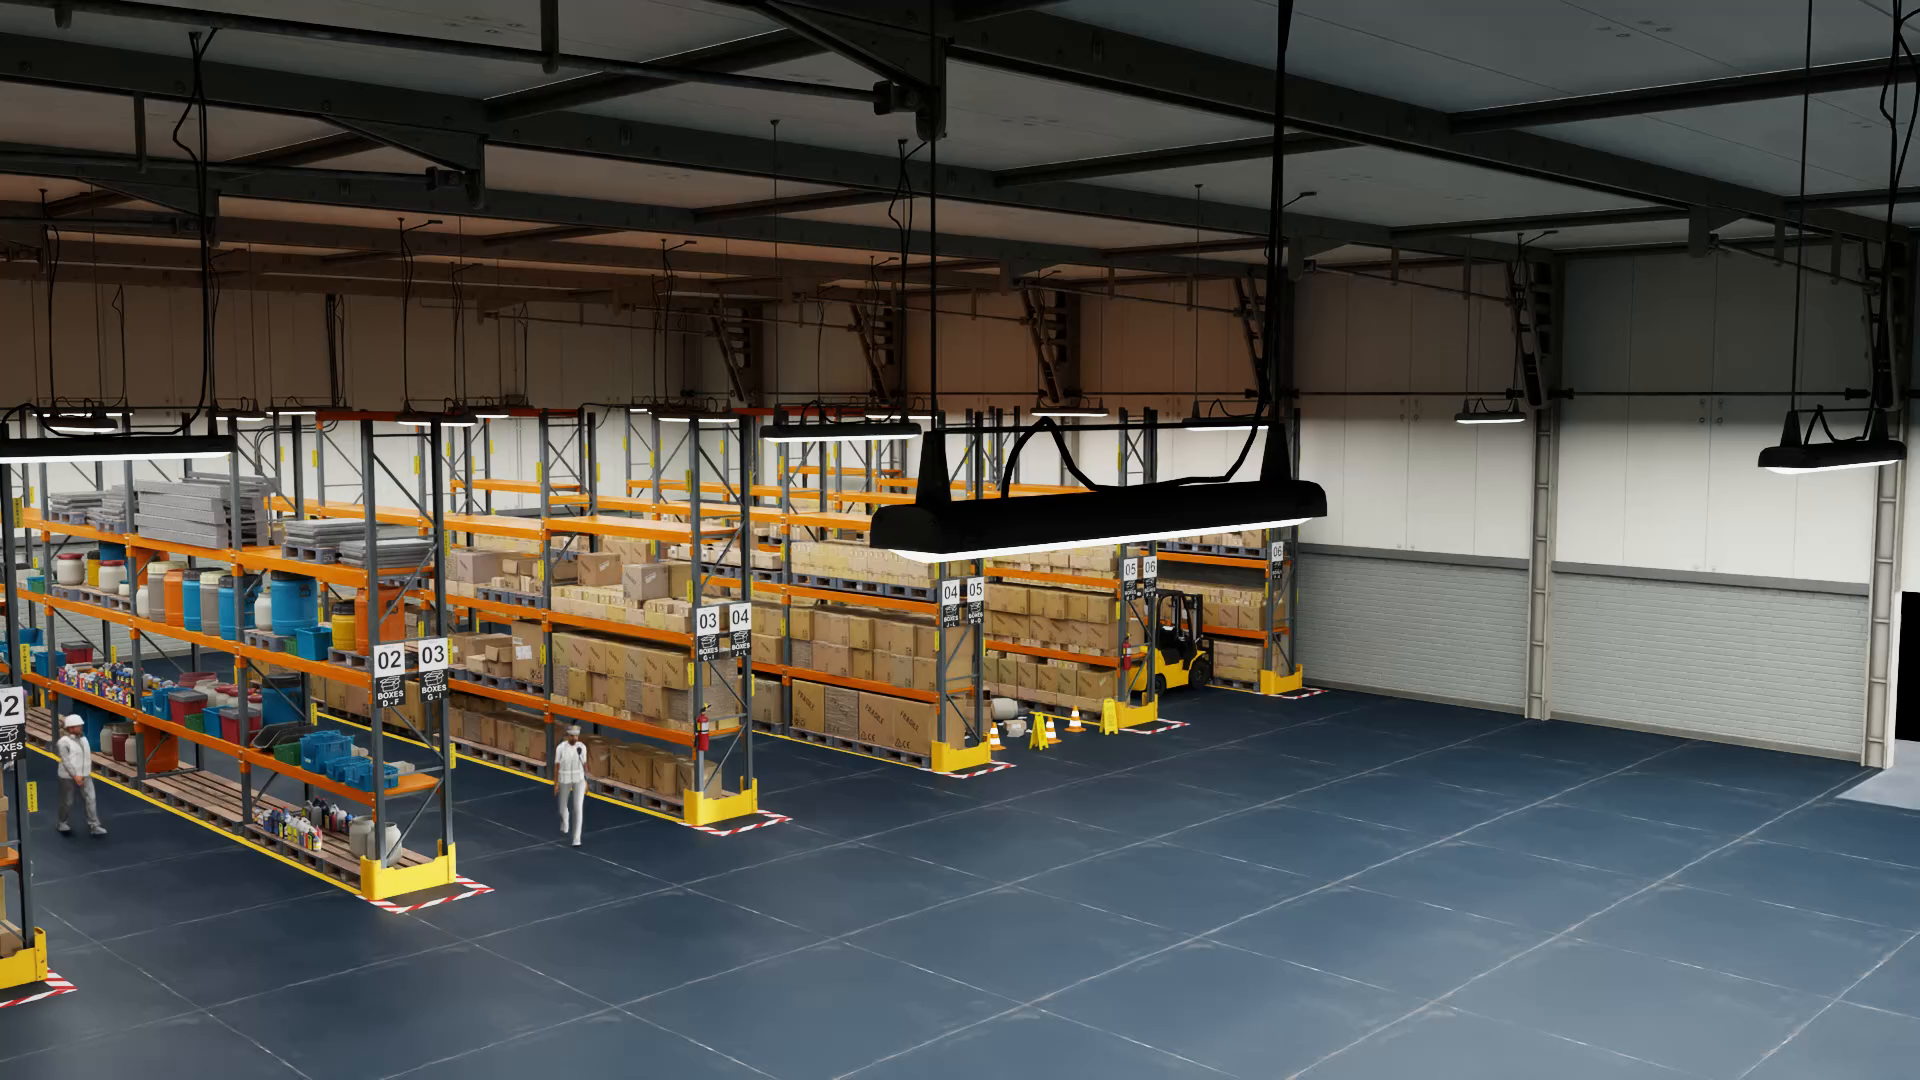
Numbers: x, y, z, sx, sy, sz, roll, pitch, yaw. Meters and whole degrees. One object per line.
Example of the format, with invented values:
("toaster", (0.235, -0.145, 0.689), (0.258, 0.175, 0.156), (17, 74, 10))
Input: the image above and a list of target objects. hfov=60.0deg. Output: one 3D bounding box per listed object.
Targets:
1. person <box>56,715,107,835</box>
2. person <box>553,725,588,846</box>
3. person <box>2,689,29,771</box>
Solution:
("person", (-12.599, 3.352, 23.782), (1.015, 1.709, 0.513), (3, 6, 30))
("person", (-5.487, 3.413, 23.433), (0.486, 1.658, 0.759), (-1, 5, -15))
("person", (-15.828, 3.064, 27.818), (0.367, 1.598, 0.484), (4, 7, 40))
